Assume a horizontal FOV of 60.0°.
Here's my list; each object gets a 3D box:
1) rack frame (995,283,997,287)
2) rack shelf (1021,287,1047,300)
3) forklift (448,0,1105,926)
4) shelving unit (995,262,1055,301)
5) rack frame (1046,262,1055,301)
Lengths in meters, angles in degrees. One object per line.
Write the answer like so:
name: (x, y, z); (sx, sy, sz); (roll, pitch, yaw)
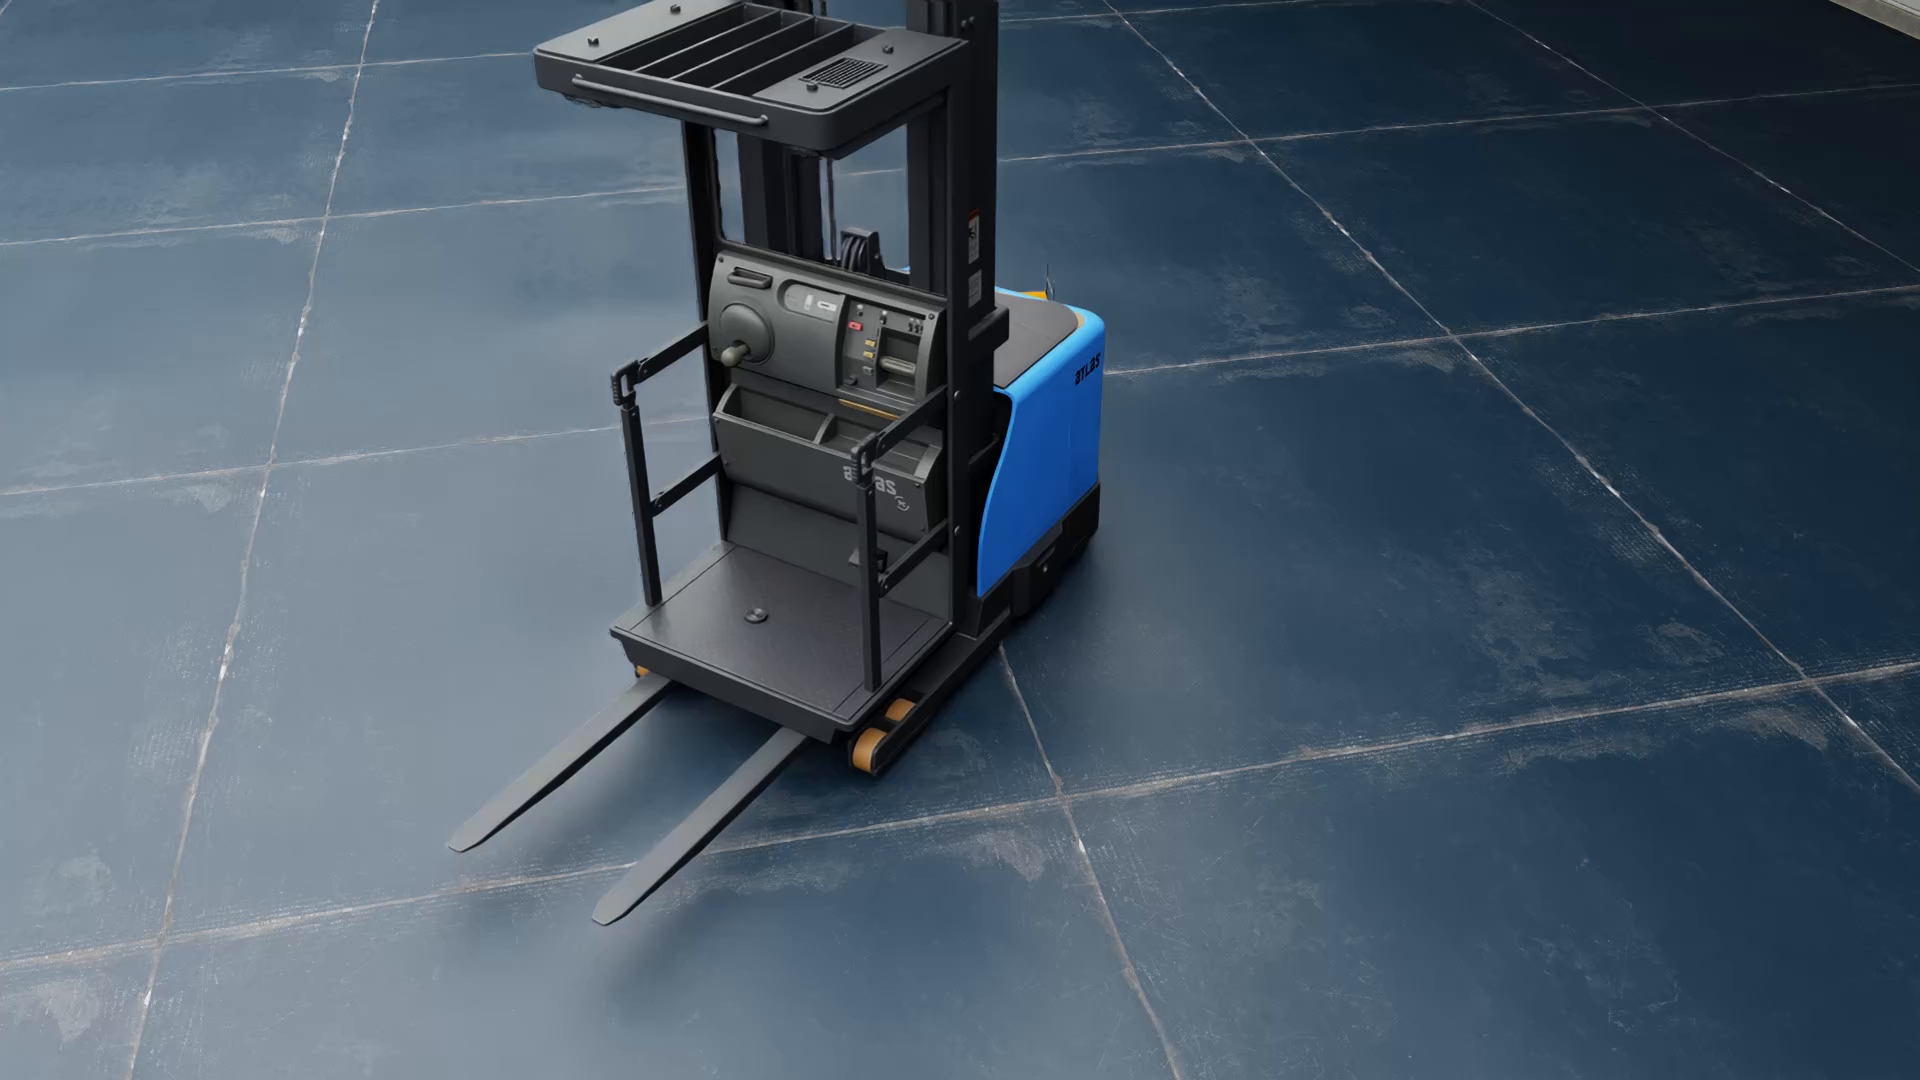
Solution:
rack frame: (0.143, -0.692, 7.339); (0.008, 1.050, 0.200); (-3, 34, -5)
rack shelf: (0.264, -0.926, 7.197); (0.240, 0.259, 0.215); (-3, 34, -5)
forklift: (-0.592, -0.670, 5.617); (1.130, 2.935, 3.031); (19, 38, 25)
shelving unit: (0.264, -0.699, 7.349); (0.252, 1.050, 0.215); (-3, 34, -5)
rack frame: (0.386, -0.705, 7.359); (0.008, 1.050, 0.200); (-3, 34, -5)
